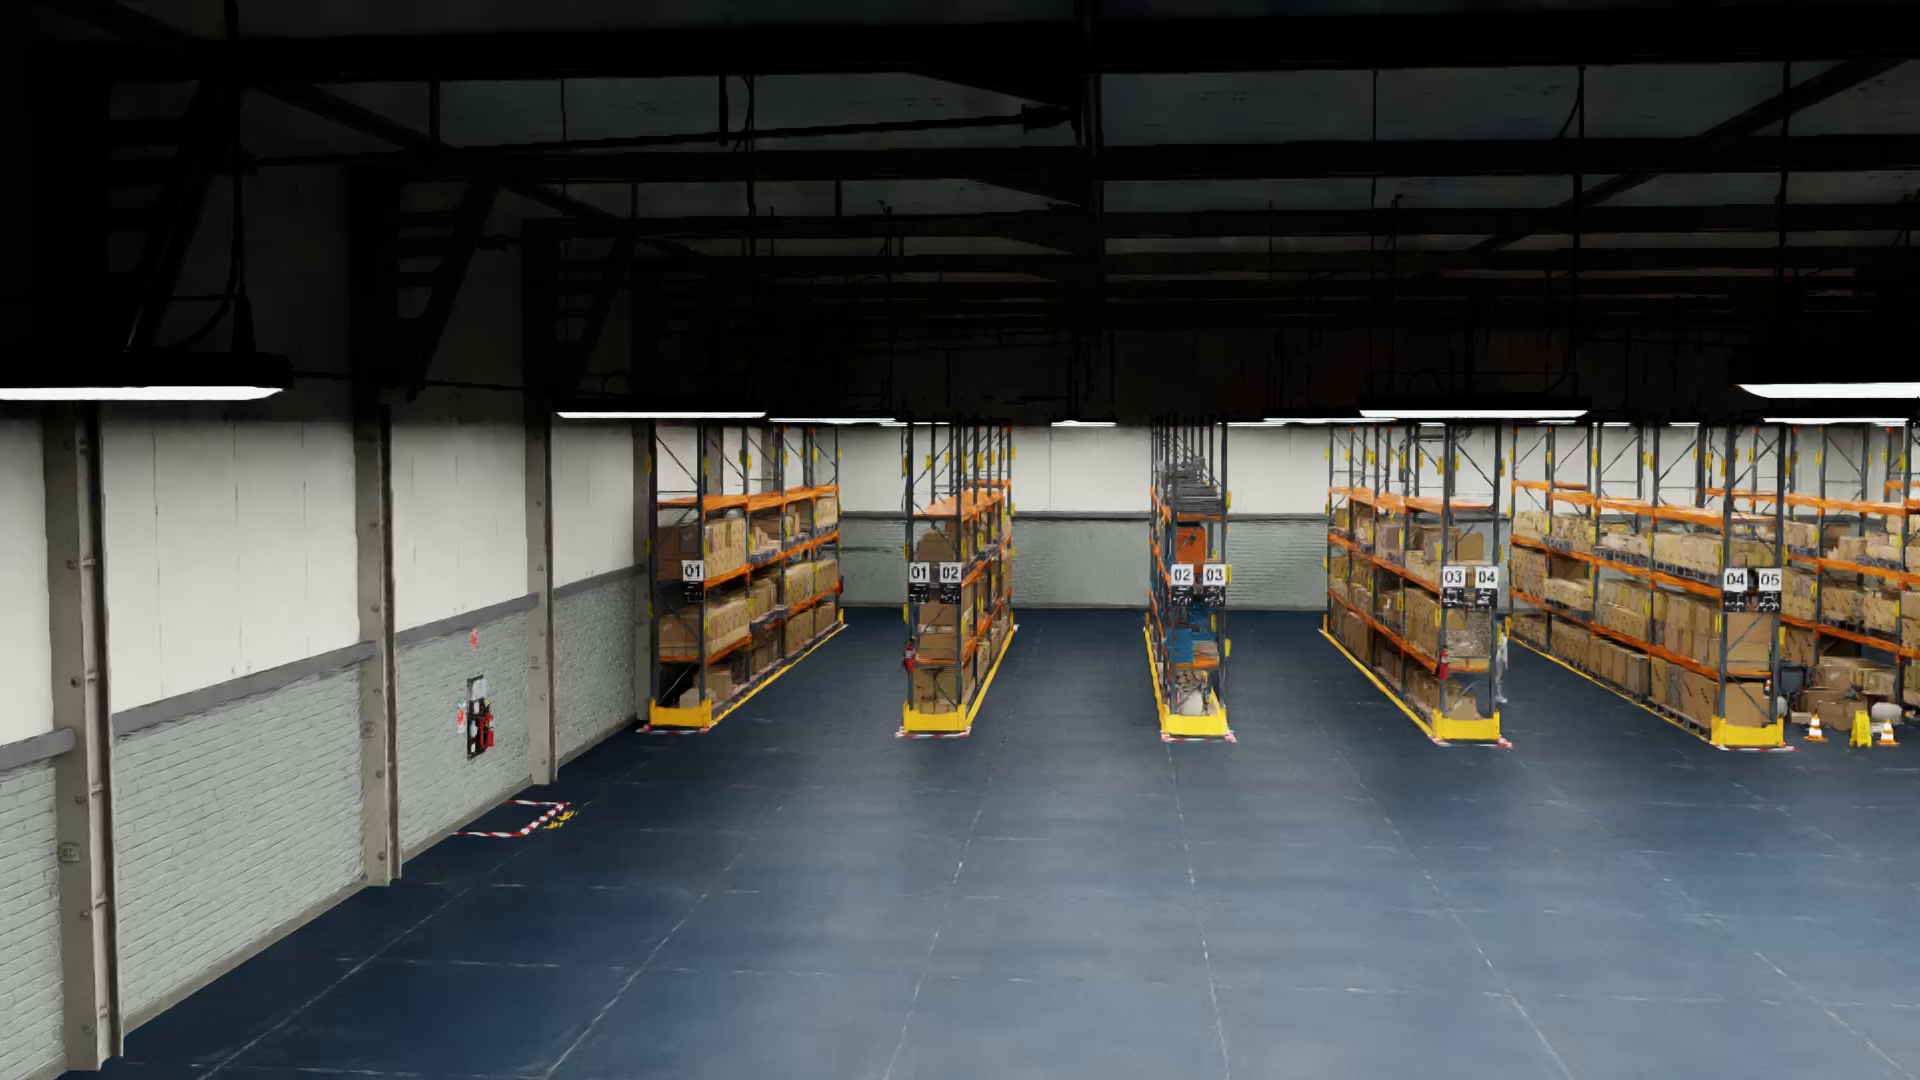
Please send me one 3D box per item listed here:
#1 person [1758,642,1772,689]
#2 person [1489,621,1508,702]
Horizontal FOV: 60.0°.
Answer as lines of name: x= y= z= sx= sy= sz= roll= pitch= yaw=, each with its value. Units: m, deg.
person: x=17.485 y=2.378 z=36.235 sx=0.570 sy=1.786 sz=0.653 roll=3 pitch=5 yaw=33
person: x=11.294 y=2.531 z=34.820 sx=0.408 sy=1.680 sz=0.538 roll=-2 pitch=4 yaw=-25
